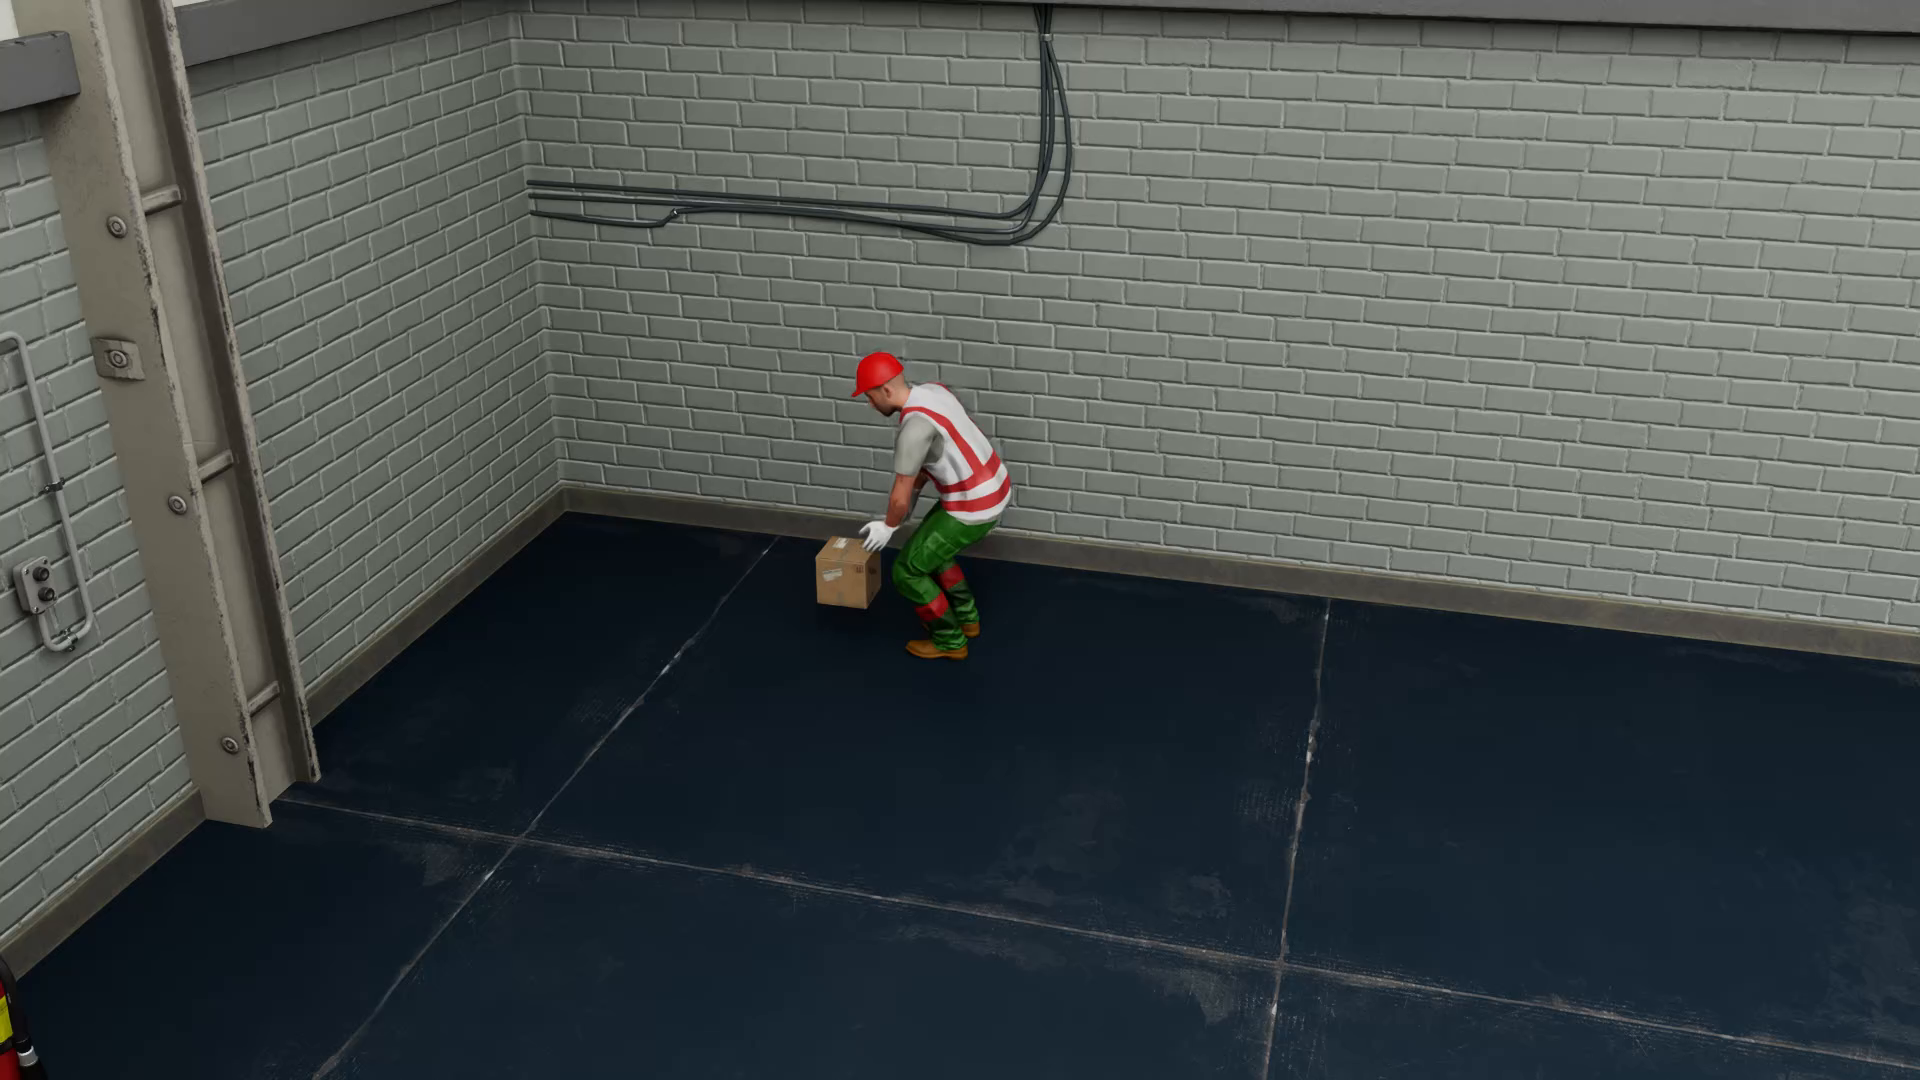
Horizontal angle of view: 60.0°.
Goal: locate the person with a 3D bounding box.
[{"bbox_3d":[-0.139,-0.155,7.785,0.730,1.472,0.582,6,26,13],"label":"person"}]
